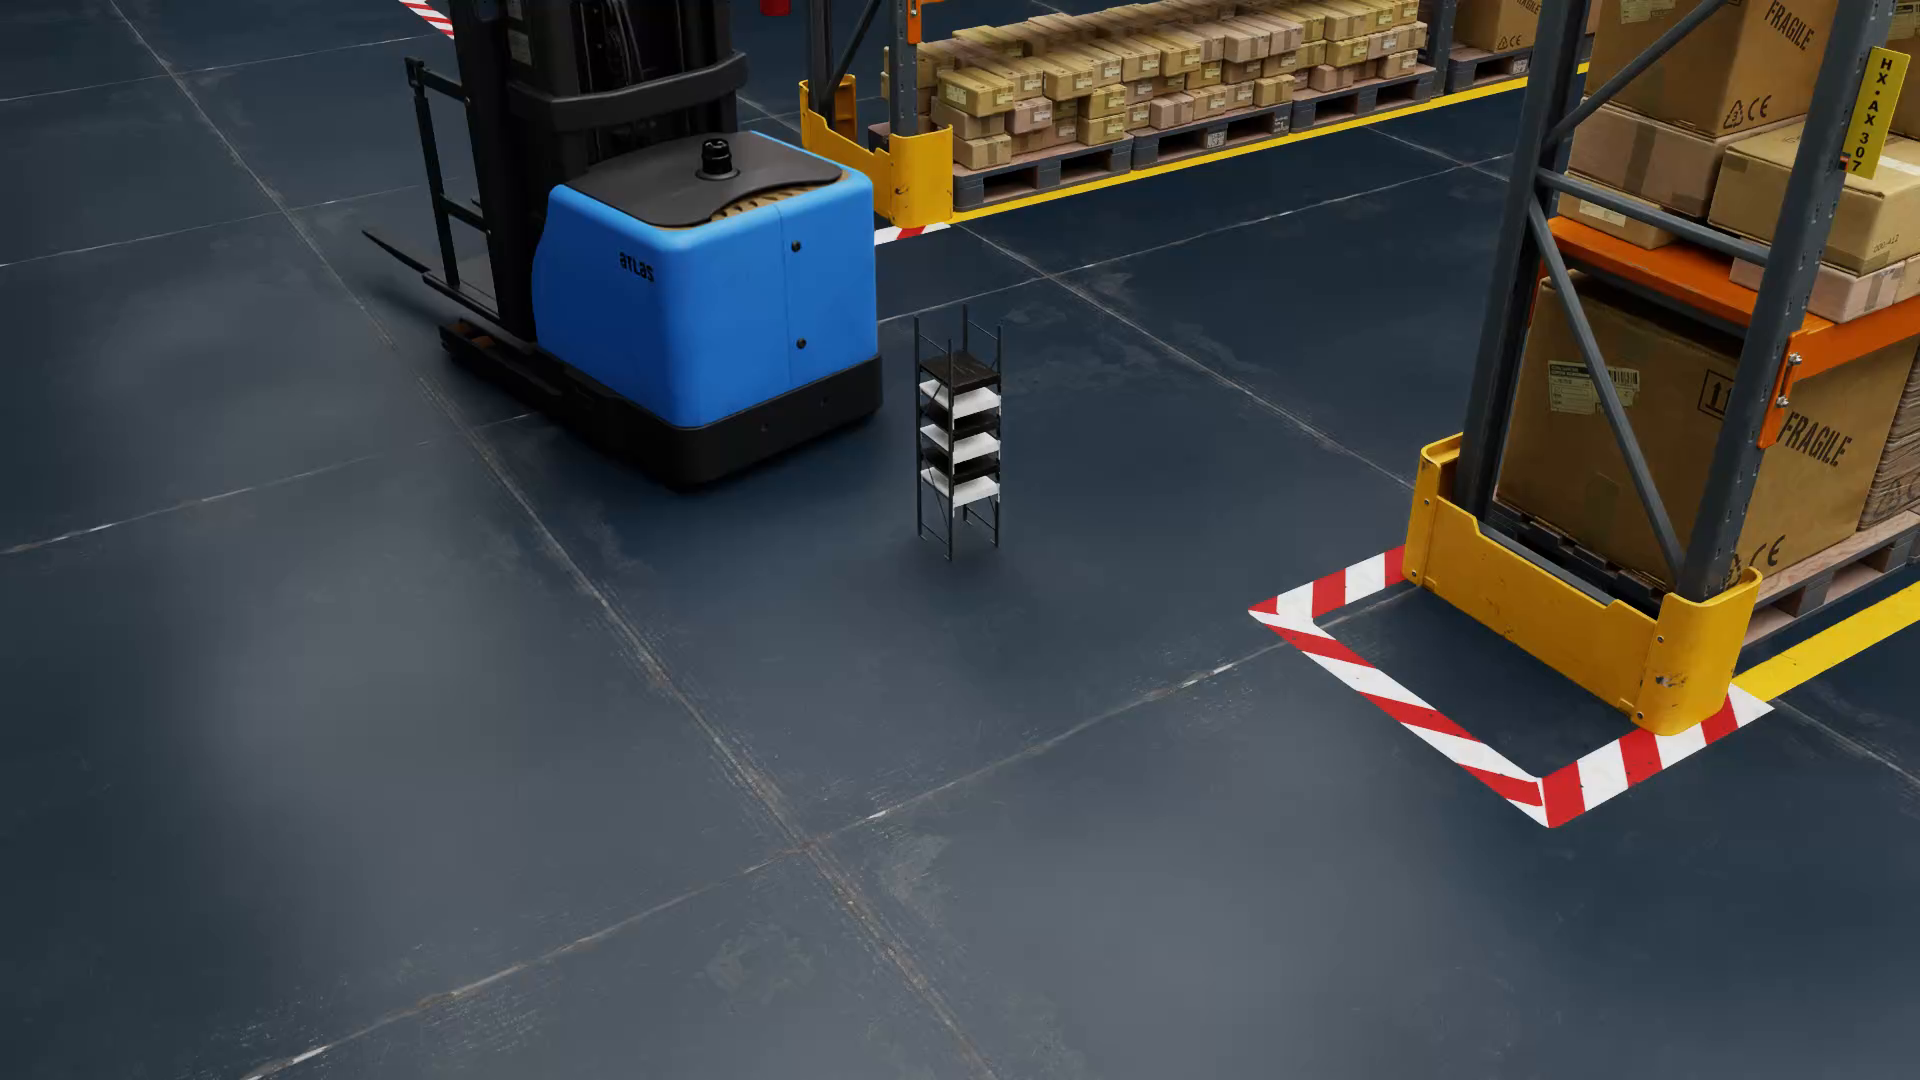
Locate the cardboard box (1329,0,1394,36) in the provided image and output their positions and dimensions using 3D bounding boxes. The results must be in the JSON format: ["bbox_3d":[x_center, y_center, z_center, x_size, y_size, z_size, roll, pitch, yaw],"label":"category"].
[{"bbox_3d":[2.473,-3.274,10.350,0.250,0.149,0.380,-18,37,-27],"label":"cardboard box"}]

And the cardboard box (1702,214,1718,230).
[{"bbox_3d":[2.403,-1.172,5.532,0.250,0.149,0.380,-19,37,-27],"label":"cardboard box"}]

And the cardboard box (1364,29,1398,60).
[{"bbox_3d":[2.511,-3.142,10.419,0.250,0.149,0.380,-21,38,-29],"label":"cardboard box"}]

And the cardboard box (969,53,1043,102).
[{"bbox_3d":[0.253,-2.562,9.220,0.250,0.149,0.380,-18,37,-26],"label":"cardboard box"}]

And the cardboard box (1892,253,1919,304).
[{"bbox_3d":[2.756,-0.875,5.062,0.250,0.149,0.380,-20,37,-28],"label":"cardboard box"}]

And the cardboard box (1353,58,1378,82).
[{"bbox_3d":[2.415,-3.030,10.520,0.250,0.149,0.380,-18,36,-26],"label":"cardboard box"}]

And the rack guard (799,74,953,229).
[{"bbox_3d":[-0.474,-2.170,9.222,0.348,0.500,1.175,-19,37,-27],"label":"rack guard"}]

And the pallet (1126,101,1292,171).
[{"bbox_3d":[1.252,-2.618,10.202,1.213,0.211,1.003,-19,37,-27],"label":"pallet"}]

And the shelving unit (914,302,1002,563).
[{"bbox_3d":[-0.007,-0.378,6.006,0.210,0.900,0.258,-19,37,-27],"label":"shelving unit"}]

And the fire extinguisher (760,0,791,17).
[{"bbox_3d":[-1.000,-3.149,8.853,0.183,0.674,0.296,-19,37,-27],"label":"fire extinguisher"}]

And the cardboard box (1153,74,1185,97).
[{"bbox_3d":[1.111,-2.746,9.791,0.250,0.149,0.380,-17,36,-25],"label":"cardboard box"}]

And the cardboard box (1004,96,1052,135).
[{"bbox_3d":[0.302,-2.393,9.232,0.250,0.149,0.380,-19,37,-27],"label":"cardboard box"}]

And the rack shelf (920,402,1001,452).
[{"bbox_3d":[-0.007,-0.426,5.976,0.200,0.077,0.258,-19,37,-27],"label":"rack shelf"}]

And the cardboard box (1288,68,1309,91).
[{"bbox_3d":[1.941,-2.903,10.319,0.250,0.149,0.380,-20,37,-28],"label":"cardboard box"}]

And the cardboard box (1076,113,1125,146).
[{"bbox_3d":[0.731,-2.397,9.517,0.250,0.149,0.380,-18,37,-27],"label":"cardboard box"}]

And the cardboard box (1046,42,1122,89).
[{"bbox_3d":[0.698,-2.686,9.417,0.250,0.149,0.380,-21,38,-30],"label":"cardboard box"}]

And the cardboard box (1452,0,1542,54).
[{"bbox_3d":[3.589,-3.577,11.058,0.500,0.500,0.500,-17,36,-25],"label":"cardboard box"}]

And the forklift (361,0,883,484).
[{"bbox_3d":[-1.706,-2.151,6.912,1.130,2.935,3.031,-27,41,-36],"label":"forklift"}]

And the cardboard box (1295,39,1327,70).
[{"bbox_3d":[2.031,-3.028,10.239,0.250,0.149,0.380,-19,37,-27],"label":"cardboard box"}]

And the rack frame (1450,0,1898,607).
[{"bbox_3d":[2.064,-0.952,4.948,0.127,3.000,1.000,-19,37,-27],"label":"rack frame"}]

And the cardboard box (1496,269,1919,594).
[{"bbox_3d":[2.559,-0.452,5.753,0.875,0.875,0.875,-19,37,-27],"label":"cardboard box"}]

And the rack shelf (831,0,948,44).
[{"bbox_3d":[1.143,-3.479,9.629,4.000,0.370,1.077,-19,37,-27],"label":"rack shelf"}]

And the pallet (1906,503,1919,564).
[{"bbox_3d":[3.718,-0.389,6.670,1.213,0.211,1.003,-19,37,-27],"label":"pallet"}]

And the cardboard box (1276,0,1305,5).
[{"bbox_3d":[1.973,-3.430,10.597,0.250,0.149,0.380,-20,37,-28],"label":"cardboard box"}]

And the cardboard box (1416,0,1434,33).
[{"bbox_3d":[3.310,-3.809,11.426,0.500,0.500,0.500,-20,37,-28],"label":"cardboard box"}]

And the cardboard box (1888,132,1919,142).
[{"bbox_3d":[3.047,-1.185,5.179,0.500,0.250,0.500,-19,37,-28],"label":"cardboard box"}]

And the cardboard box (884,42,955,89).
[{"bbox_3d":[-0.230,-2.696,9.433,0.250,0.149,0.380,-19,37,-27],"label":"cardboard box"}]

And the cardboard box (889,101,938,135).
[{"bbox_3d":[-0.209,-2.423,9.558,0.250,0.149,0.380,-18,37,-26],"label":"cardboard box"}]

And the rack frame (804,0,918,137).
[{"bbox_3d":[-0.538,-3.206,8.520,0.127,3.000,1.000,-19,37,-27],"label":"rack frame"}]

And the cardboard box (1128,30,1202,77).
[{"bbox_3d":[1.182,-2.817,9.626,0.250,0.149,0.380,-18,37,-27],"label":"cardboard box"}]

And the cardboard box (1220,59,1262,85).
[{"bbox_3d":[1.591,-2.877,10.000,0.250,0.149,0.380,-21,38,-29],"label":"cardboard box"}]

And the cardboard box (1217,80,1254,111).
[{"bbox_3d":[1.553,-2.723,10.034,0.250,0.149,0.380,-18,37,-26],"label":"cardboard box"}]

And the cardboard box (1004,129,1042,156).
[{"bbox_3d":[0.251,-2.298,9.359,0.250,0.149,0.380,-19,37,-27],"label":"cardboard box"}]

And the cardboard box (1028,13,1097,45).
[{"bbox_3d":[0.608,-3.023,9.952,0.250,0.149,0.380,-18,36,-26],"label":"cardboard box"}]

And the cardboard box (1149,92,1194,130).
[{"bbox_3d":[1.150,-2.547,9.754,0.250,0.149,0.380,-21,38,-30],"label":"cardboard box"}]

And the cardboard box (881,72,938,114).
[{"bbox_3d":[-0.249,-2.584,9.534,0.250,0.149,0.380,-20,37,-29],"label":"cardboard box"}]

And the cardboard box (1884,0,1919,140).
[{"bbox_3d":[3.034,-1.494,4.966,0.500,0.500,0.500,-20,37,-28],"label":"cardboard box"}]

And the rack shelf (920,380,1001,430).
[{"bbox_3d":[-0.007,-0.502,5.928,0.200,0.077,0.258,-19,37,-27],"label":"rack shelf"}]

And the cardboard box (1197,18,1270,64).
[{"bbox_3d":[1.610,-2.956,9.845,0.250,0.149,0.380,-20,38,-29],"label":"cardboard box"}]

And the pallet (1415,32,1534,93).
[{"bbox_3d":[3.478,-3.408,11.455,1.213,0.211,1.003,-19,37,-27],"label":"pallet"}]

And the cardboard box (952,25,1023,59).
[{"bbox_3d":[0.161,-2.874,9.716,0.250,0.149,0.380,-20,37,-28],"label":"cardboard box"}]

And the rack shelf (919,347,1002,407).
[{"bbox_3d":[-0.007,-0.578,5.880,0.200,0.077,0.258,-19,37,-27],"label":"rack shelf"}]

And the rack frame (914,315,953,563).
[{"bbox_3d":[-0.092,-0.349,5.960,0.006,0.900,0.240,-19,37,-27],"label":"rack frame"}]

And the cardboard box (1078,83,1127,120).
[{"bbox_3d":[0.734,-2.529,9.448,0.250,0.149,0.380,-18,36,-26],"label":"cardboard box"}]

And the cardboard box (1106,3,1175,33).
[{"bbox_3d":[1.095,-3.138,10.134,0.250,0.149,0.380,-19,37,-27],"label":"cardboard box"}]

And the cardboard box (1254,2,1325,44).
[{"bbox_3d":[2.007,-3.159,10.167,0.250,0.149,0.380,-18,36,-26],"label":"cardboard box"}]

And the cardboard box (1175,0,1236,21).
[{"bbox_3d":[1.508,-3.308,10.403,0.250,0.149,0.380,-18,37,-26],"label":"cardboard box"}]
